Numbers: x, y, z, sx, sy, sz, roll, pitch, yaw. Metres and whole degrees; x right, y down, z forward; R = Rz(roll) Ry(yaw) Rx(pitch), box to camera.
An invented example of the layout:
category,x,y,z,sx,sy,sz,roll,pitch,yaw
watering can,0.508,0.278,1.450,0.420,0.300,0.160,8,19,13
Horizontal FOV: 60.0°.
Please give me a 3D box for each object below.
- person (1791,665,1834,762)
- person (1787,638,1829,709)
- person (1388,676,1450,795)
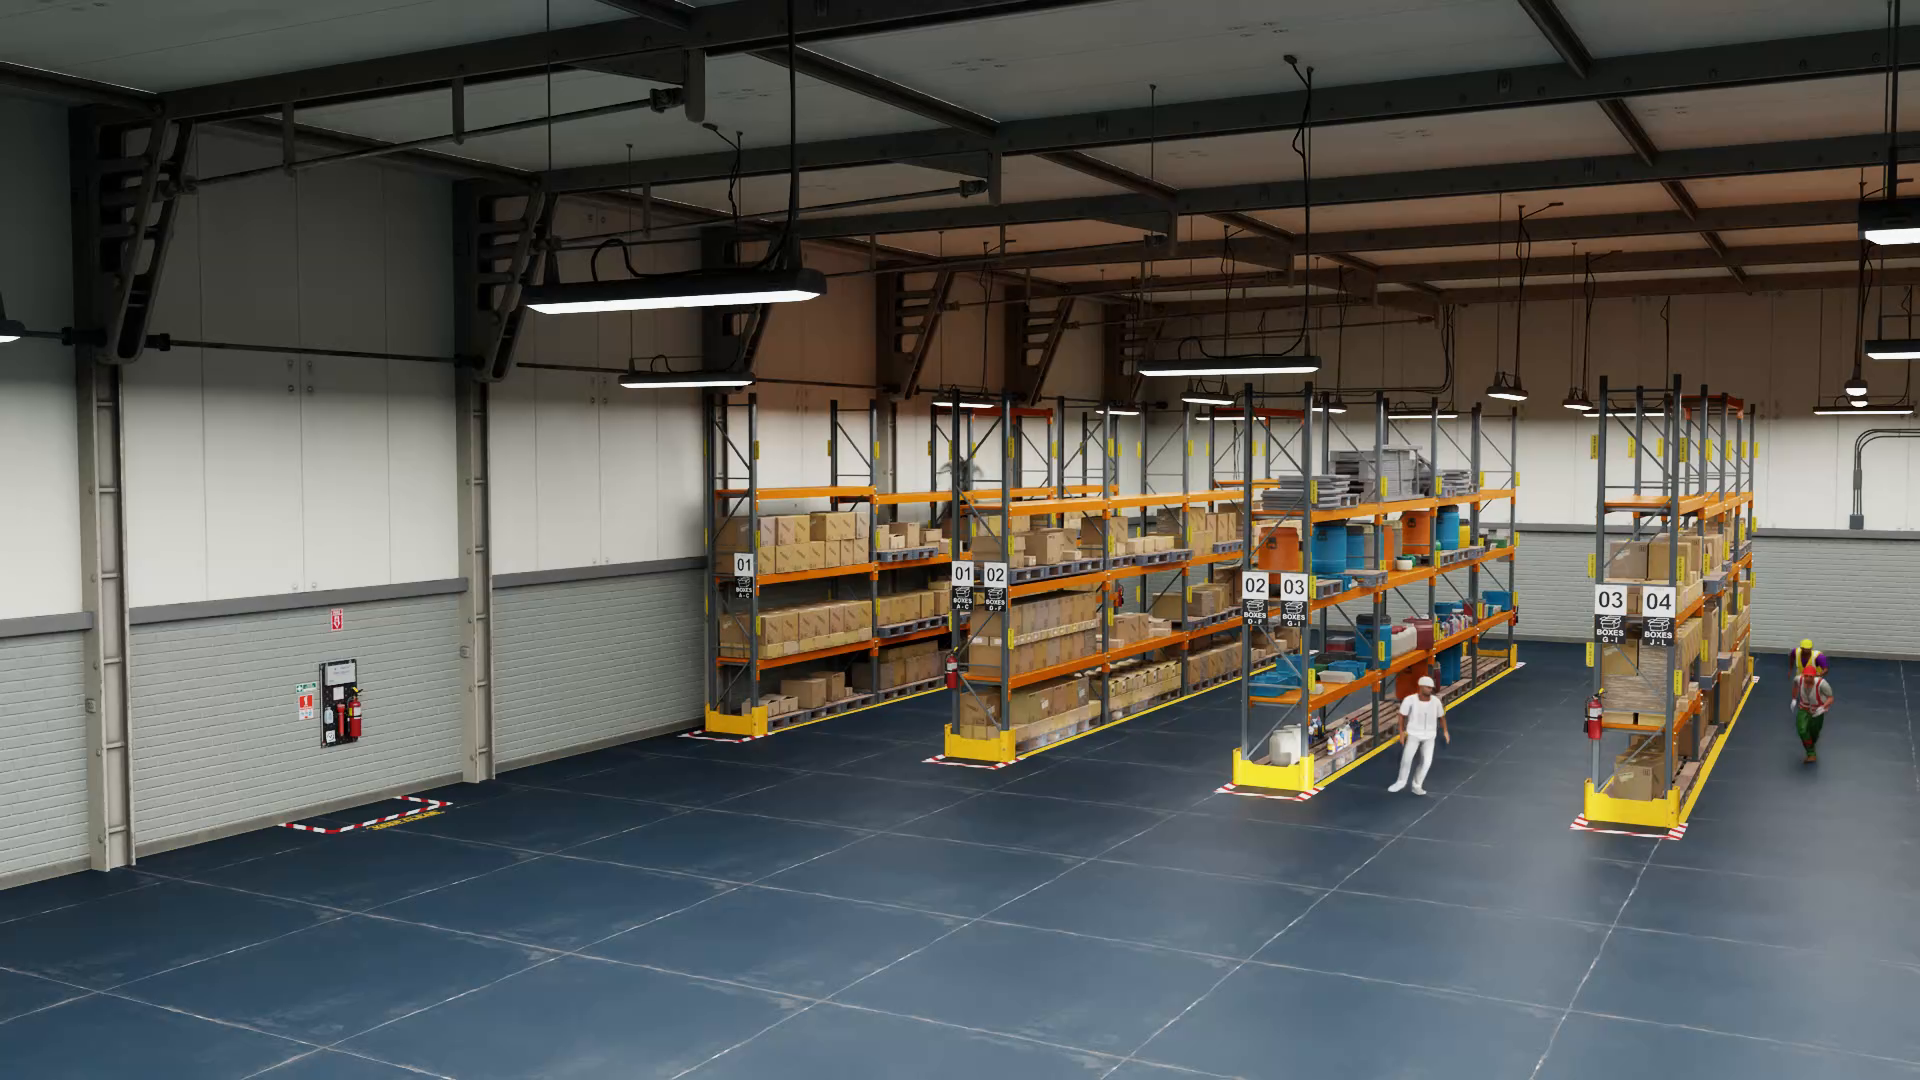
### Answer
category,x,y,z,sx,sy,sz,roll,pitch,yaw
person,13.768,2.763,26.821,0.646,1.580,1.178,2,4,37
person,15.591,2.572,30.518,0.705,1.607,1.129,2,4,37
person,6.632,2.835,24.027,0.792,1.734,0.584,0,3,-4
